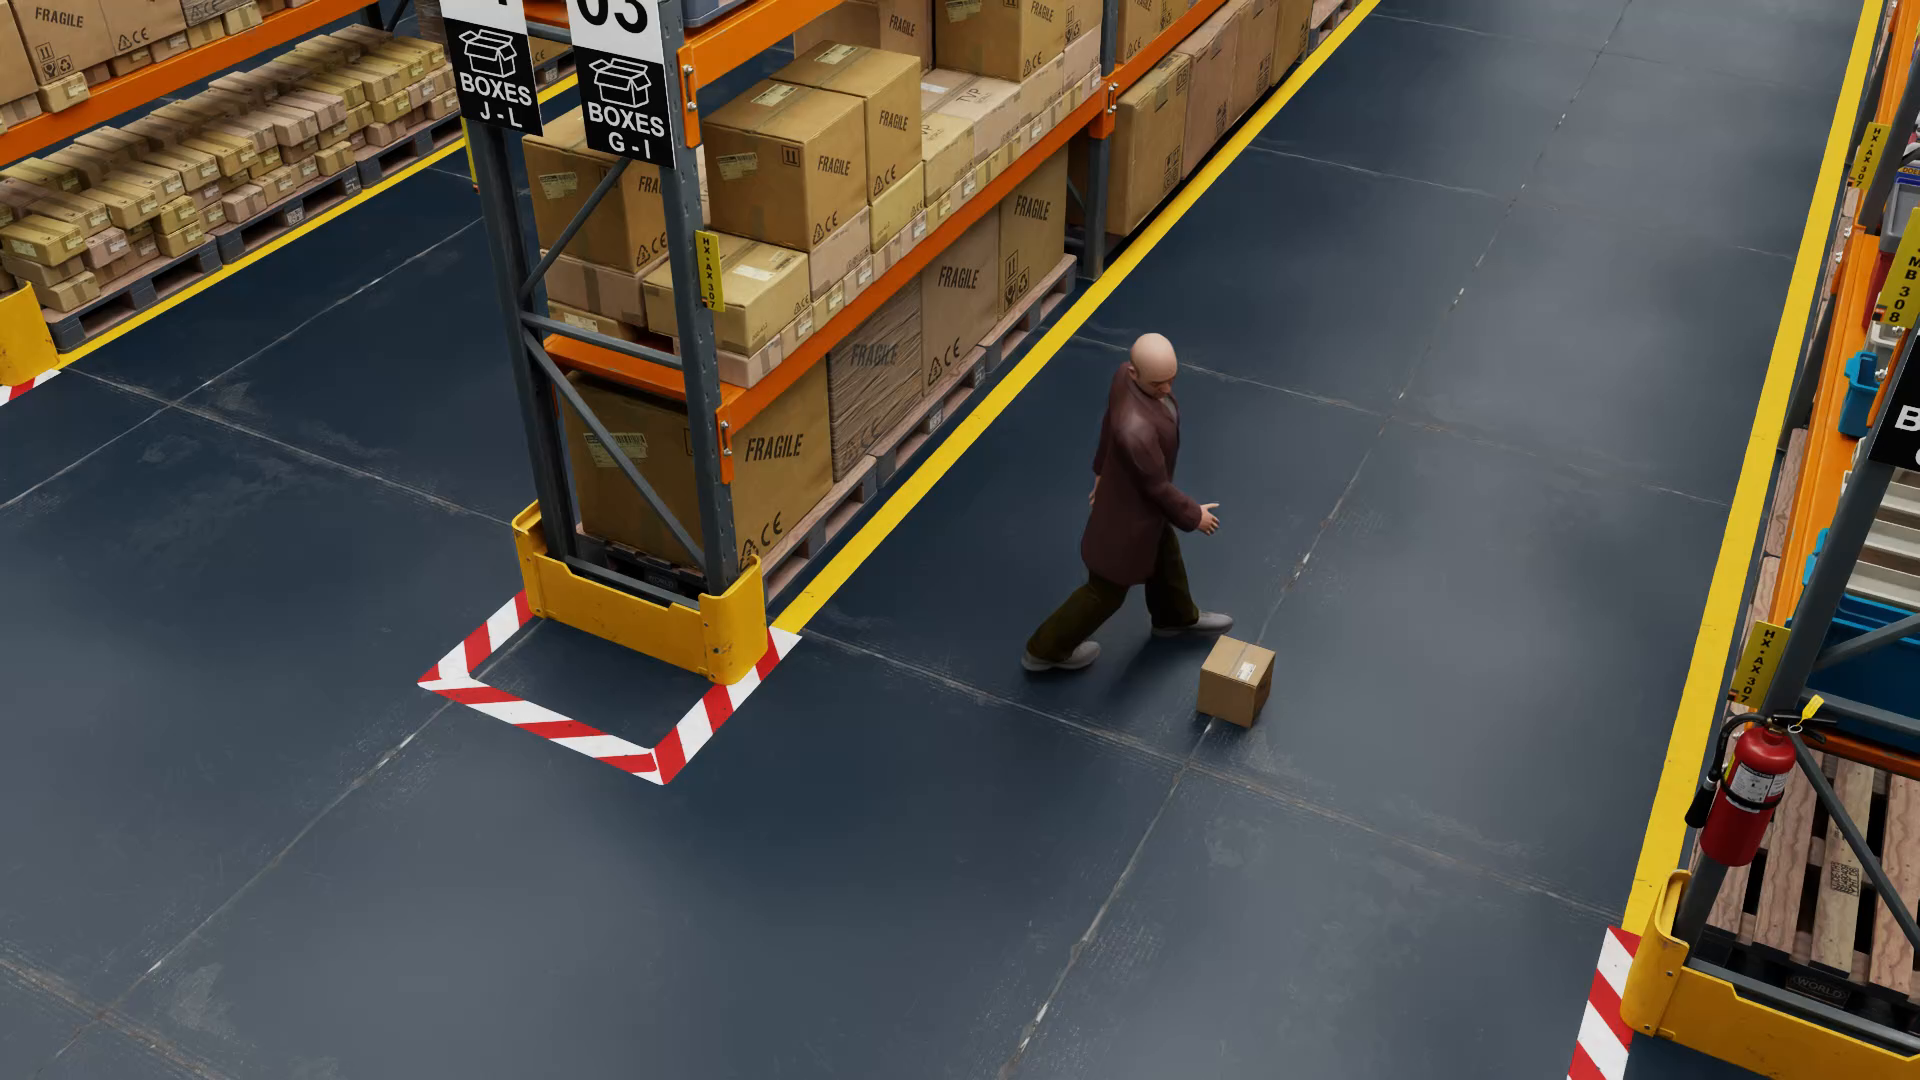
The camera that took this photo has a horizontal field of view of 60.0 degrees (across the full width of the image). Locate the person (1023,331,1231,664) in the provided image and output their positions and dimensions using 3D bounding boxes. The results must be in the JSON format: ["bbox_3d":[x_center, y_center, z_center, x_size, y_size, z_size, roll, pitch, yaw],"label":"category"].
[{"bbox_3d":[0.750,-0.147,6.964,0.902,1.738,0.597,6,38,7],"label":"person"}]
